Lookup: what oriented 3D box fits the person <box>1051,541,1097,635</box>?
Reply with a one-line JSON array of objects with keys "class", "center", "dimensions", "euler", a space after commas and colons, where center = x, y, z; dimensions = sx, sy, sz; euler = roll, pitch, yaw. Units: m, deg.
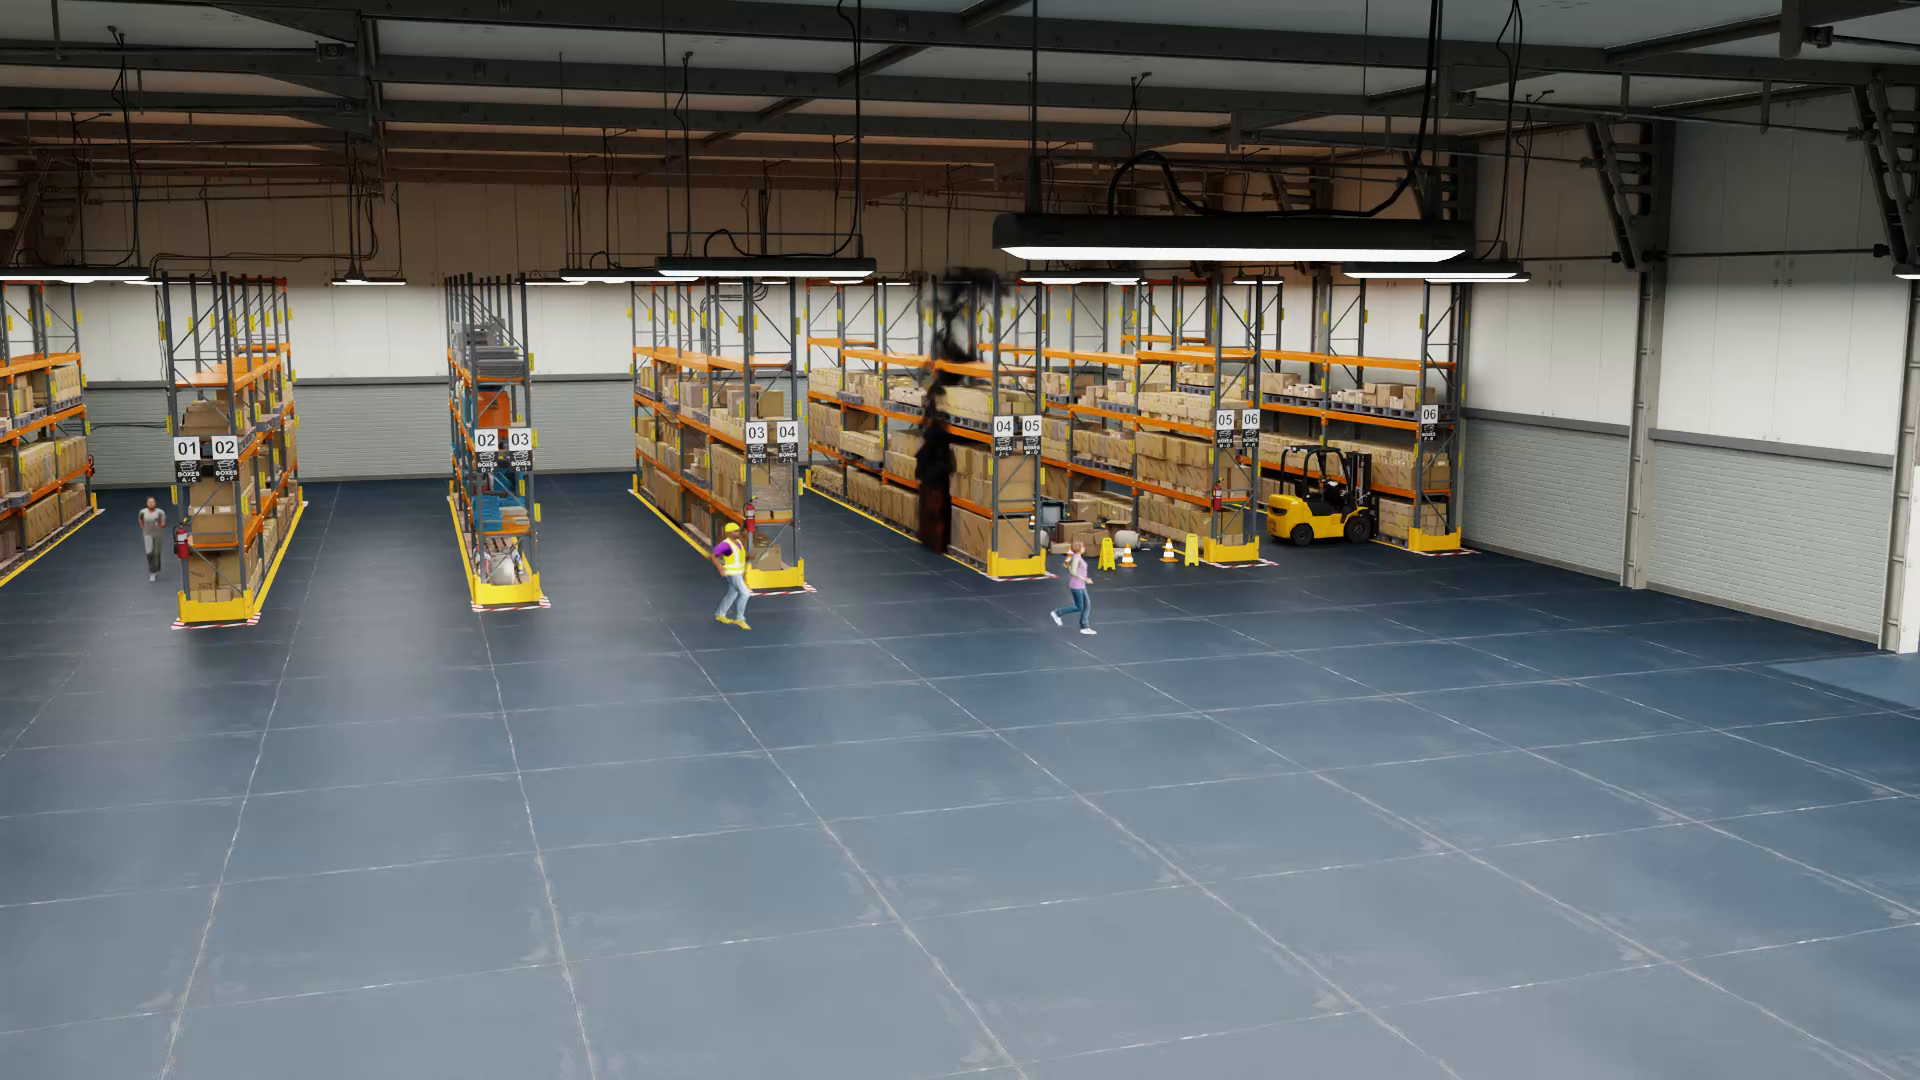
[{"class": "person", "center": [1.908, 0.796, 27.699], "dimensions": [0.760, 1.576, 0.543], "euler": [1, 9, 8]}]

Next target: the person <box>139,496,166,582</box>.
[{"class": "person", "center": [-15.955, -0.039, 32.913], "dimensions": [0.480, 1.700, 0.818], "euler": [-5, 10, -29]}]

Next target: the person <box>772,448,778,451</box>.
[{"class": "person", "center": [-5.522, -2.439, 48.878], "dimensions": [0.772, 1.636, 0.637], "euler": [4, 10, 27]}]

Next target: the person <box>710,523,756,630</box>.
[{"class": "person", "center": [-3.828, 0.612, 28.188], "dimensions": [0.765, 1.820, 0.677], "euler": [2, 9, 12]}]
